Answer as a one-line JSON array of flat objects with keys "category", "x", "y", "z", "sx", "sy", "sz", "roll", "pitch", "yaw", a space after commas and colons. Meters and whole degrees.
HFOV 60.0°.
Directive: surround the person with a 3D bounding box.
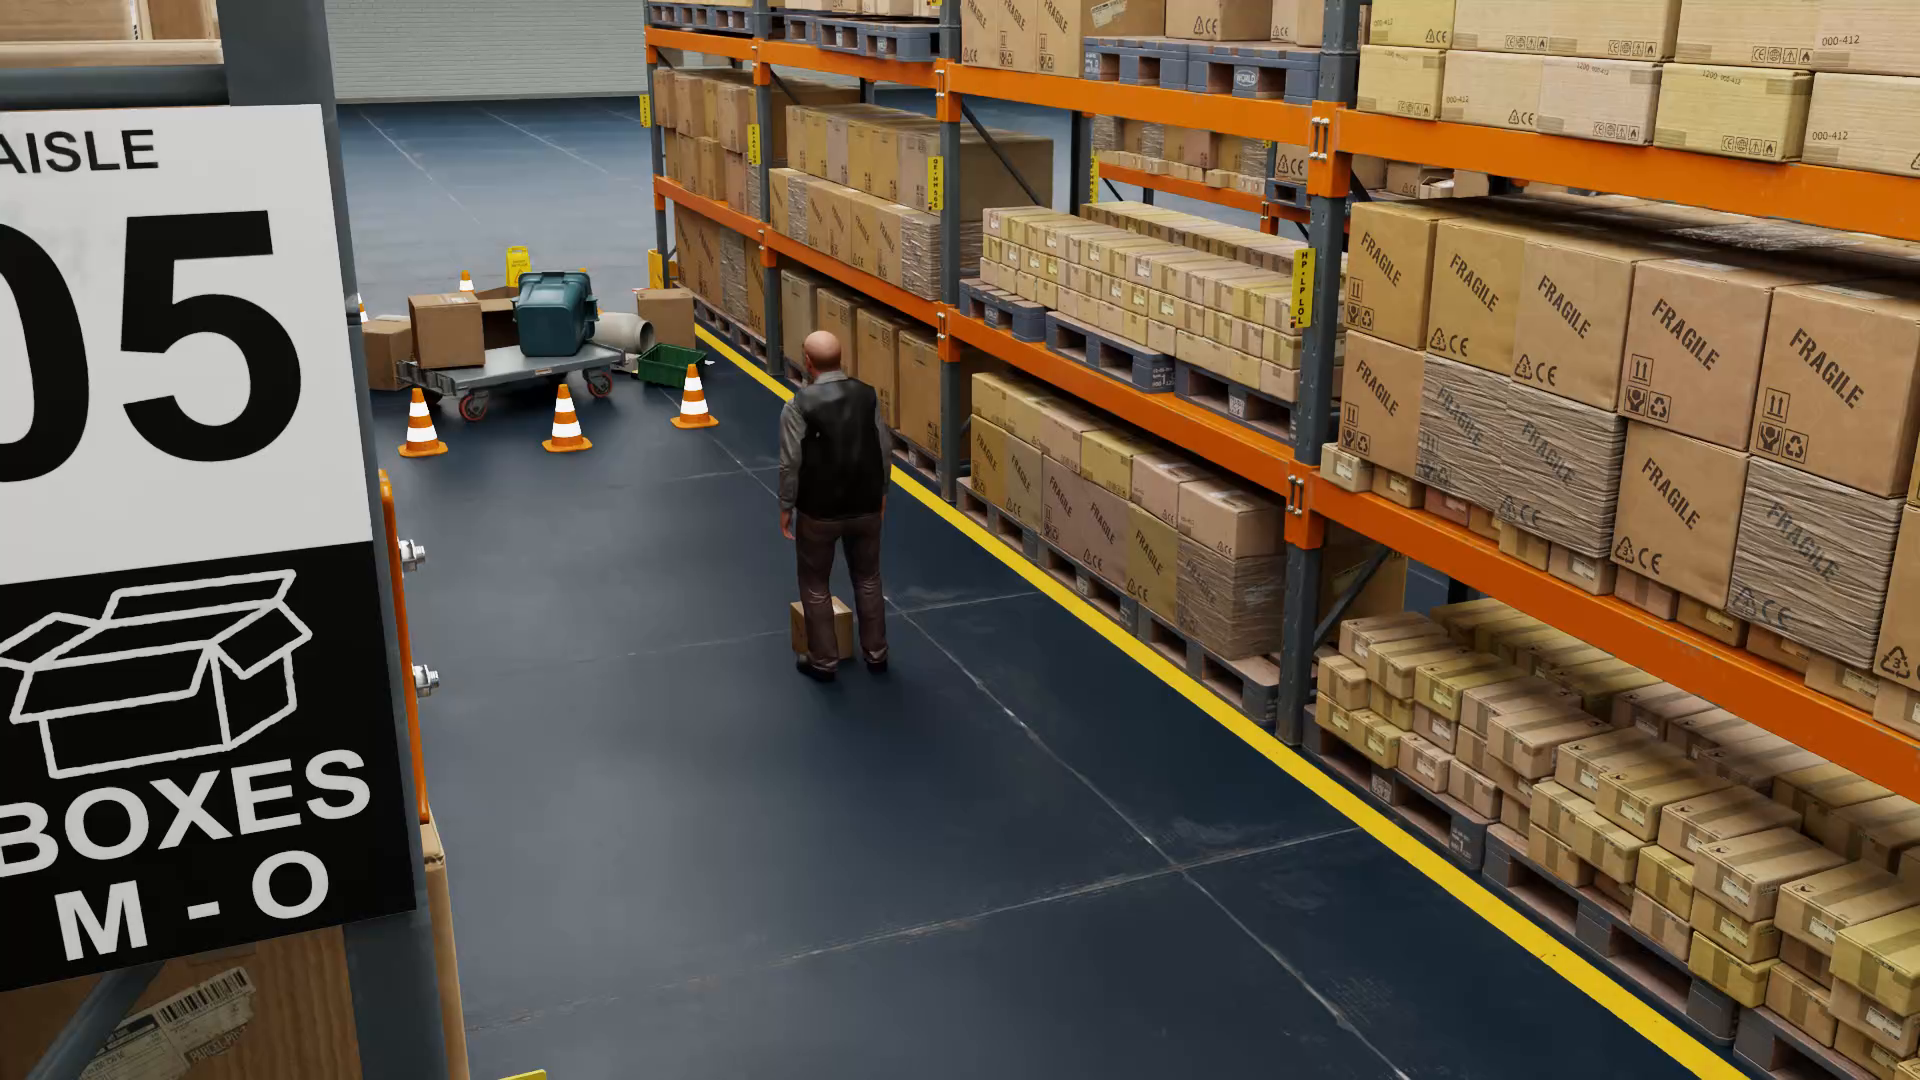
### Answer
[{"category": "person", "x": -0.594, "y": -0.151, "z": 8.047, "sx": 0.591, "sy": 1.720, "sz": 0.422, "roll": -9, "pitch": 21, "yaw": -25}]
